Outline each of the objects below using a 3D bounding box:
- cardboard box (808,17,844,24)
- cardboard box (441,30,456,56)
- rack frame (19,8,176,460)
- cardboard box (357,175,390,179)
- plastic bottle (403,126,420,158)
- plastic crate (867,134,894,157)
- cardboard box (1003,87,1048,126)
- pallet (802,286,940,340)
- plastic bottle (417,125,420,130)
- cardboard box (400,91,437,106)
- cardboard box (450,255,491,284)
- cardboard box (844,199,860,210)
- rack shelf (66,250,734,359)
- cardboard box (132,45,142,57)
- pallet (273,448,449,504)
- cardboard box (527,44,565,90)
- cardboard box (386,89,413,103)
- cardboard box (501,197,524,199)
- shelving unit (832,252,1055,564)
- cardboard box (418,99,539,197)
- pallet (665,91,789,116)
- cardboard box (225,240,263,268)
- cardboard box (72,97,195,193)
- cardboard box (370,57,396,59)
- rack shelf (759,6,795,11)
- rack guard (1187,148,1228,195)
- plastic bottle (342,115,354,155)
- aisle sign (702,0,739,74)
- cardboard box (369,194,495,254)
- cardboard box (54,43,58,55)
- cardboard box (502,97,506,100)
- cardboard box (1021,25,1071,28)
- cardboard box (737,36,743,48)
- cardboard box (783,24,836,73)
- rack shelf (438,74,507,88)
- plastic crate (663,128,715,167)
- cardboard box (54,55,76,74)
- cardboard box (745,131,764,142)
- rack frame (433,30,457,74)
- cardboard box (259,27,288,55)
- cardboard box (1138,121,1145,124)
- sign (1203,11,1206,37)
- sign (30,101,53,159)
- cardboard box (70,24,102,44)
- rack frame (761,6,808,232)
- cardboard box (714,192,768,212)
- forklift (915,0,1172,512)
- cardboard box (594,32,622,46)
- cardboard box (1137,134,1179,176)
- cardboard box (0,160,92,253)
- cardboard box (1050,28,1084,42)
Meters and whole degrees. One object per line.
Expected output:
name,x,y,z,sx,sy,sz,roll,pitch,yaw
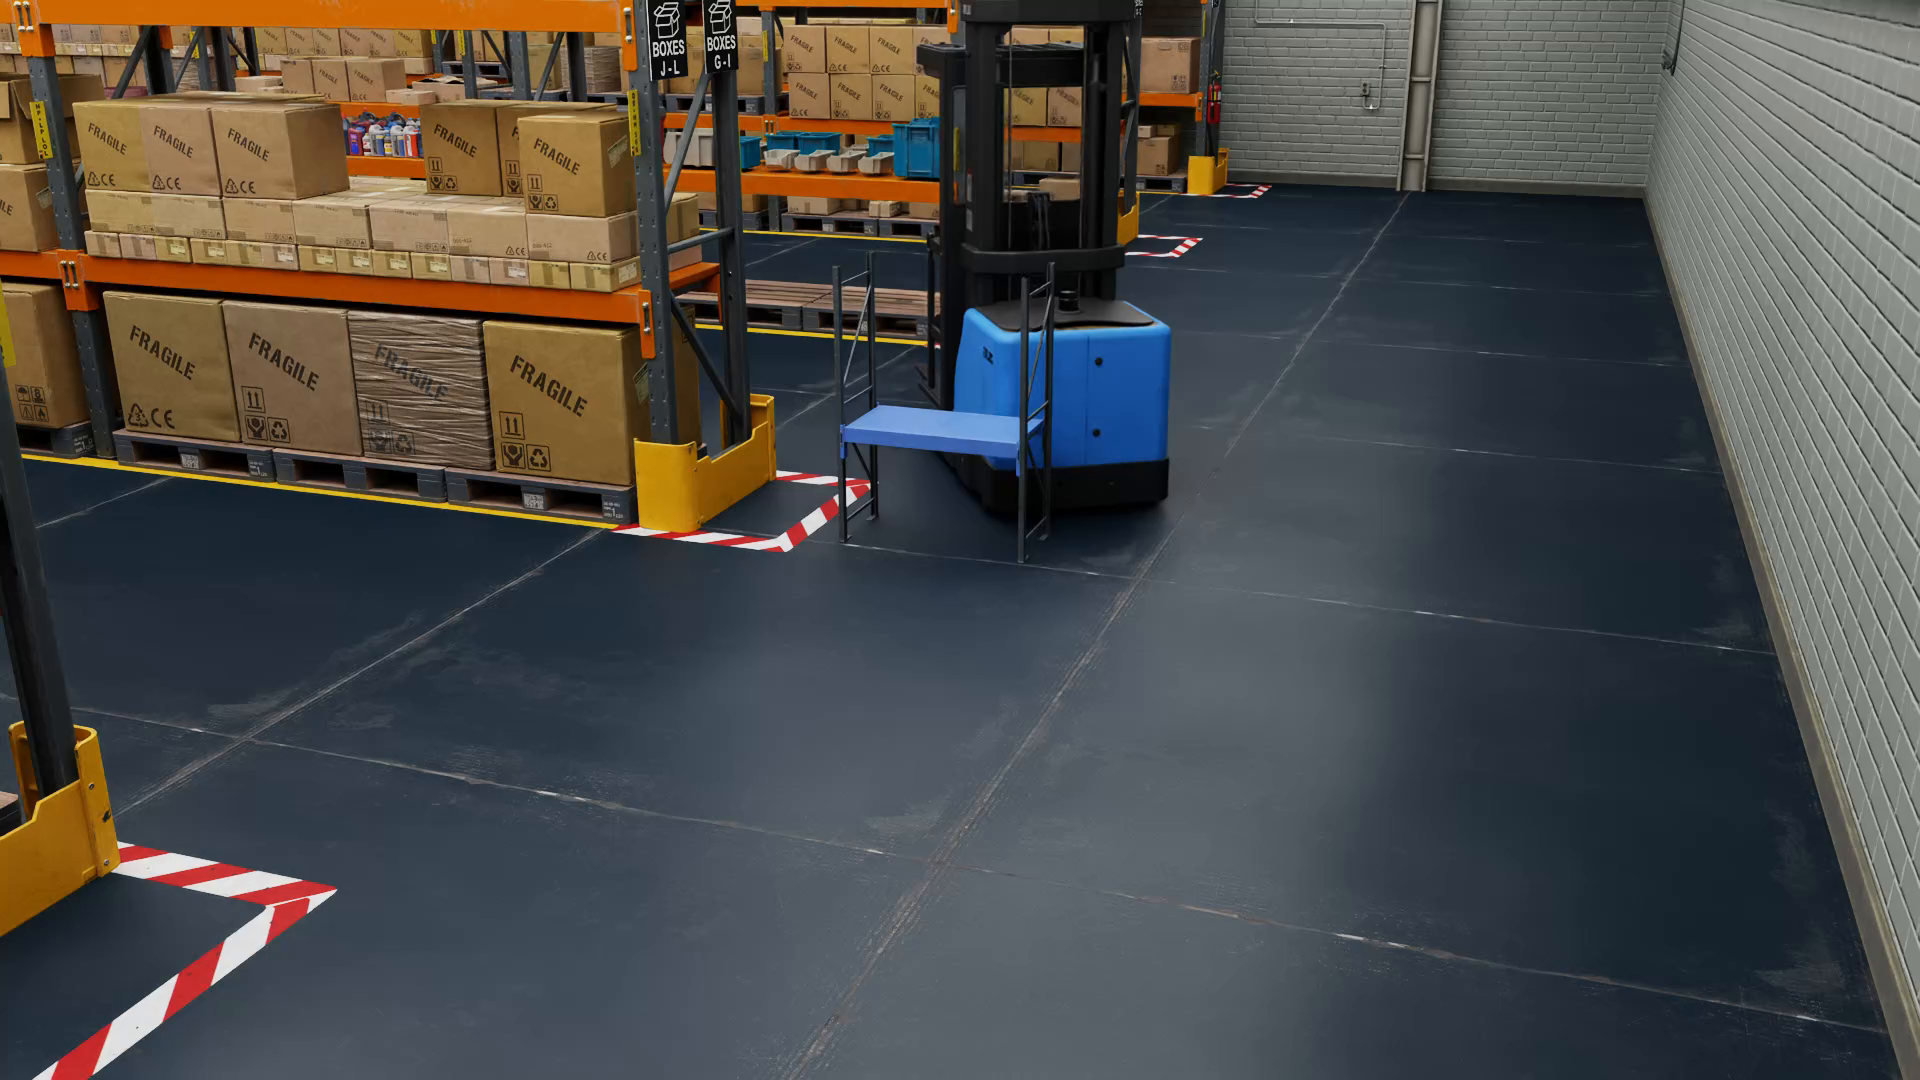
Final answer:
cardboard box,-1.869,-7.339,23.800,0.500,0.250,0.500,7,20,19
cardboard box,-8.315,-7.976,26.459,0.500,0.500,0.500,6,20,17
rack frame,-5.259,-2.083,10.495,0.127,3.000,1.000,7,20,18
cardboard box,-7.322,-4.586,21.214,0.500,0.250,0.500,7,20,19
plastic bottle,-4.934,-3.601,15.037,0.135,0.276,0.152,7,20,18
plastic crate,-0.602,-3.341,14.266,0.300,0.233,0.416,7,20,18
cardboard box,0.770,-4.797,18.128,0.500,0.500,0.500,7,20,19
pallet,-0.622,-1.976,14.423,1.213,0.211,1.003,7,20,18
plastic bottle,-4.910,-3.639,15.155,0.097,0.271,0.097,0,19,0
cardboard box,-6.723,-5.488,20.644,0.250,0.149,0.380,7,20,18
cardboard box,-2.645,-1.551,9.350,0.250,0.149,0.380,7,20,19
cardboard box,-1.373,-4.217,19.746,0.500,0.500,0.500,7,20,18
rack shelf,-3.370,-1.527,9.994,4.000,0.370,1.077,7,20,18
cardboard box,-10.618,-6.426,21.817,0.250,0.149,0.380,6,20,18
pallet,-3.410,-0.529,10.273,1.213,0.211,1.003,7,20,18
cardboard box,-5.151,-5.808,20.390,0.500,0.500,0.700,0,19,0
cardboard box,-7.006,-5.597,20.956,0.250,0.149,0.380,8,21,22
cardboard box,-2.339,-1.911,9.776,0.500,0.250,0.500,6,20,17
shelving unit,-0.081,-0.717,8.856,1.048,1.500,0.538,7,20,18
cardboard box,-2.809,-2.319,9.808,0.500,0.500,0.500,6,20,17
pallet,-2.724,-5.193,19.707,1.213,0.211,1.003,7,20,18
cardboard box,-4.101,-1.717,9.827,0.250,0.149,0.380,6,20,17
cardboard box,-4.891,-2.376,9.971,0.500,0.500,0.500,7,20,18
cardboard box,-8.954,-7.520,26.289,0.500,0.250,0.500,7,20,18
rack shelf,-3.894,-6.456,19.575,4.000,0.370,1.077,7,20,18
rack guard,3.419,-5.089,22.915,0.348,0.500,1.175,7,20,18
plastic bottle,-5.650,-3.716,15.256,0.185,0.351,0.144,7,20,18
aisle sign,-1.314,-2.964,9.073,0.004,0.787,0.394,7,20,18
cardboard box,-2.985,-1.800,9.460,0.500,0.250,0.500,6,20,16
cardboard box,-12.064,-6.592,22.294,0.250,0.149,0.380,6,20,16
cardboard box,-6.822,-6.828,26.098,0.500,0.250,0.500,6,20,17
cardboard box,0.945,-5.434,18.438,0.500,0.500,0.500,7,20,19
cardboard box,-3.294,-7.141,24.372,0.500,0.500,0.500,7,20,20
cardboard box,-1.652,-5.544,18.753,0.500,0.500,0.500,7,20,19
rack shelf,-6.050,-7.012,25.728,4.000,0.370,1.077,7,20,18
plastic crate,-2.252,-3.373,14.286,0.530,0.282,0.437,7,20,18
cardboard box,-11.939,-6.341,22.559,0.500,0.500,0.700,7,20,18
cardboard box,-2.684,-6.102,24.653,0.750,0.750,0.750,6,20,18
rack frame,-7.939,-7.568,26.229,0.127,3.000,1.000,7,20,18
cardboard box,-10.902,-8.091,26.789,0.500,0.500,0.500,7,20,18
cardboard box,2.407,-5.743,23.170,0.250,0.149,0.380,7,20,18
sign,3.205,-6.763,21.802,0.005,0.325,0.100,7,20,18
sign,-5.428,-2.423,9.831,0.005,0.325,0.100,7,20,18
cardboard box,-11.405,-6.895,22.178,0.500,0.500,0.700,7,20,18
rack frame,-2.005,-5.163,19.331,0.127,3.000,1.000,7,20,18
cardboard box,-2.565,-4.155,19.567,0.500,0.500,0.500,6,20,18
forklift,0.357,-1.989,10.329,1.130,2.935,3.031,-4,20,-13
cardboard box,-5.145,-7.490,25.187,0.500,0.500,0.700,5,20,13
cardboard box,2.702,-5.334,22.981,0.500,0.500,0.700,7,20,18
cardboard box,-5.790,-2.096,10.380,0.500,0.500,0.500,7,20,18
cardboard box,1.263,-5.213,17.803,0.500,0.500,0.500,6,20,18
